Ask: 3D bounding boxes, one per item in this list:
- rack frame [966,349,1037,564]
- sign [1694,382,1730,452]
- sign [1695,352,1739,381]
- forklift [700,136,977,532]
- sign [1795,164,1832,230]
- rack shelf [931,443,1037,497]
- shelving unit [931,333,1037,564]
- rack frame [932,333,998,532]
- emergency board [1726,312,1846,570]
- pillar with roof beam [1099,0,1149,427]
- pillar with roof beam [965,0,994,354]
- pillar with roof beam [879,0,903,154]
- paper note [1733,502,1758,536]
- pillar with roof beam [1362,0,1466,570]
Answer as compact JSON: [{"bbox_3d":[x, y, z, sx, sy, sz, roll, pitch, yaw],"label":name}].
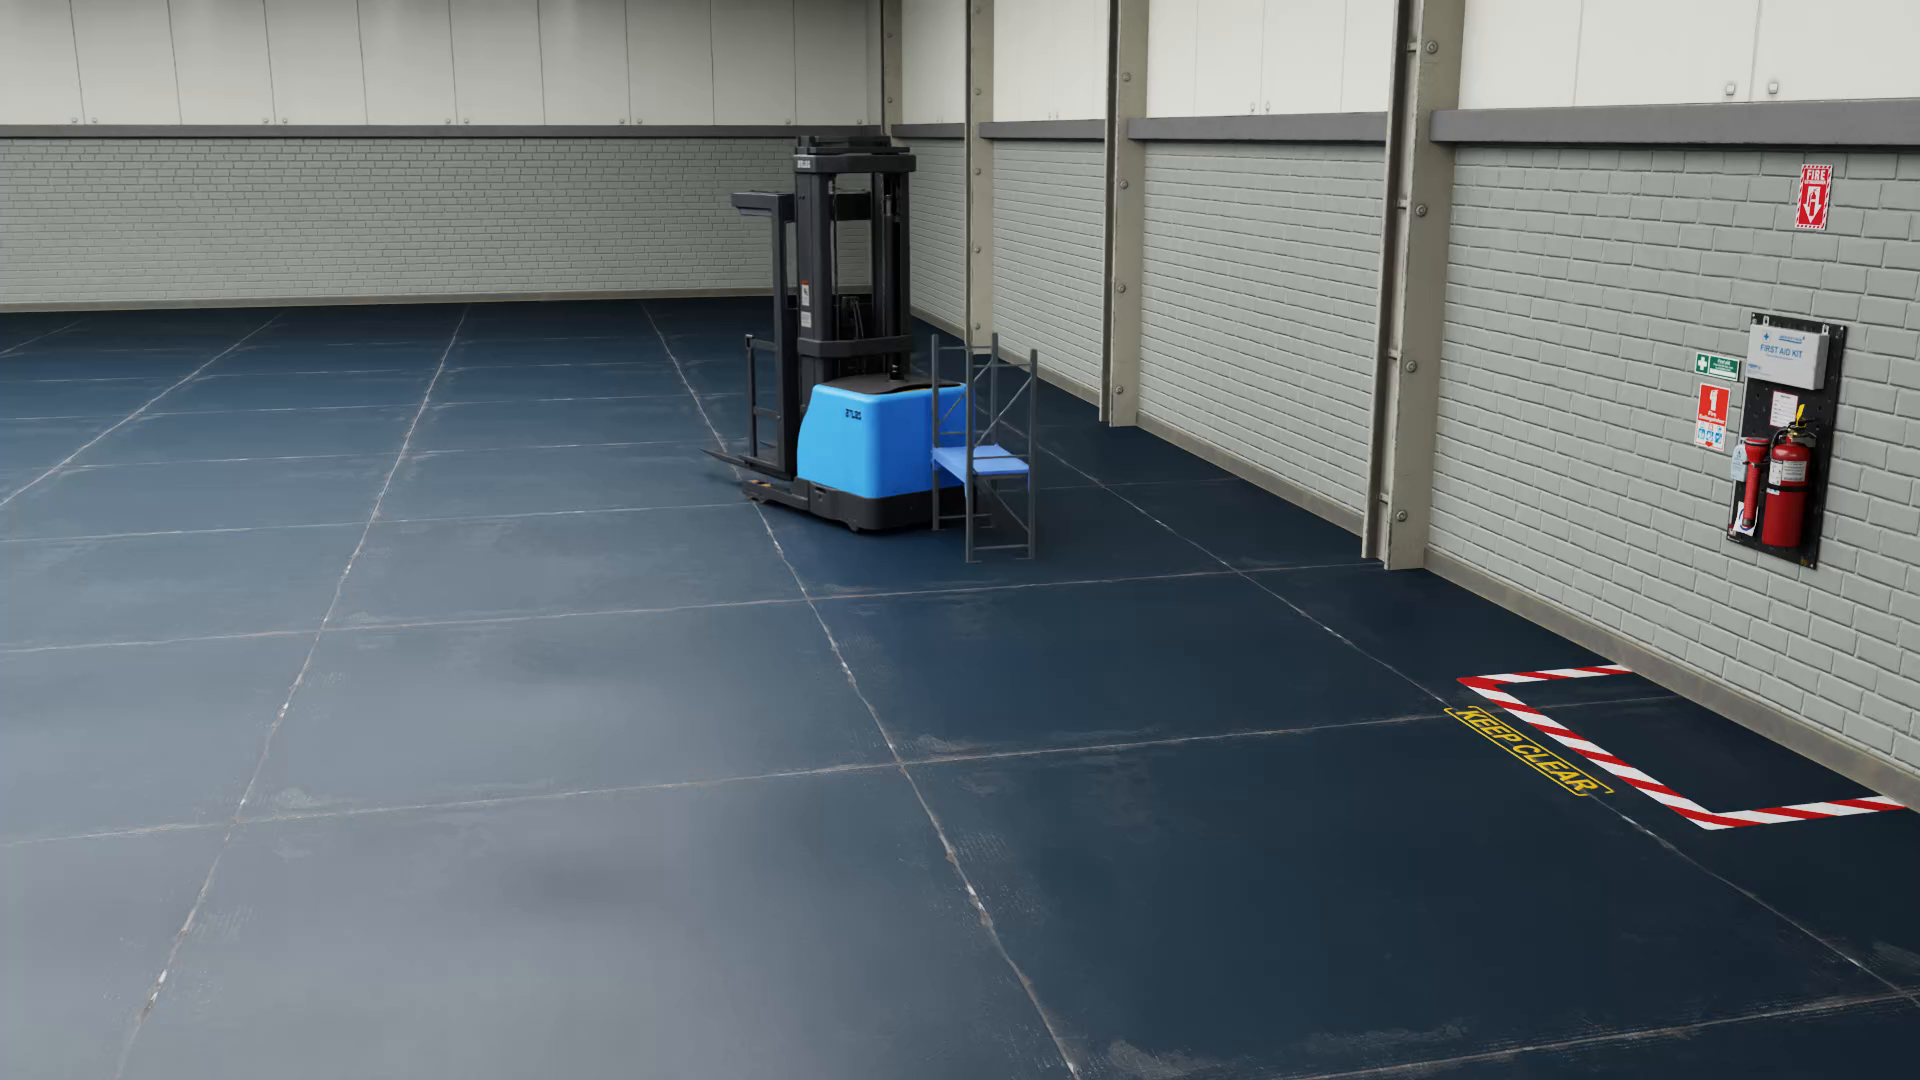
[{"bbox_3d":[0.289,-0.576,11.623,0.500,1.500,0.032,-3,14,-14],"label":"rack frame"},{"bbox_3d":[3.914,-0.641,8.657,0.001,0.329,0.234,-3,14,-13],"label":"sign"},{"bbox_3d":[3.907,-0.897,8.587,0.001,0.109,0.331,-3,14,-13],"label":"sign"},{"bbox_3d":[-1.147,-1.782,13.547,1.130,2.935,3.031,-10,17,-35],"label":"forklift"},{"bbox_3d":[4.039,-1.624,7.870,0.001,0.298,0.199,-3,14,-13],"label":"sign"},{"bbox_3d":[0.163,-0.518,12.144,0.538,0.185,1.000,-3,14,-14],"label":"rack shelf"},{"bbox_3d":[0.163,-0.692,12.101,0.538,1.500,1.048,-3,14,-14],"label":"shelving unit"},{"bbox_3d":[0.038,-0.809,12.580,0.500,1.500,0.032,-3,14,-14],"label":"rack frame"},{"bbox_3d":[3.944,-0.491,8.115,0.194,1.169,0.643,-3,14,-13],"label":"emergency board"},{"bbox_3d":[-2.516,-5.361,15.410,9.100,9.000,0.400,-3,14,-13],"label":"pillar with roof beam"},{"bbox_3d":[-3.925,-6.745,21.075,9.100,9.000,0.400,-3,14,-13],"label":"pillar with roof beam"},{"bbox_3d":[-5.334,-8.129,26.741,9.100,9.000,0.400,-3,14,-13],"label":"pillar with roof beam"},{"bbox_3d":[3.970,-0.107,8.403,0.016,0.148,0.142,-3,14,-13],"label":"paper note"},{"bbox_3d":[-1.106,-3.977,9.744,9.100,9.000,0.400,-3,14,-13],"label":"pillar with roof beam"}]
